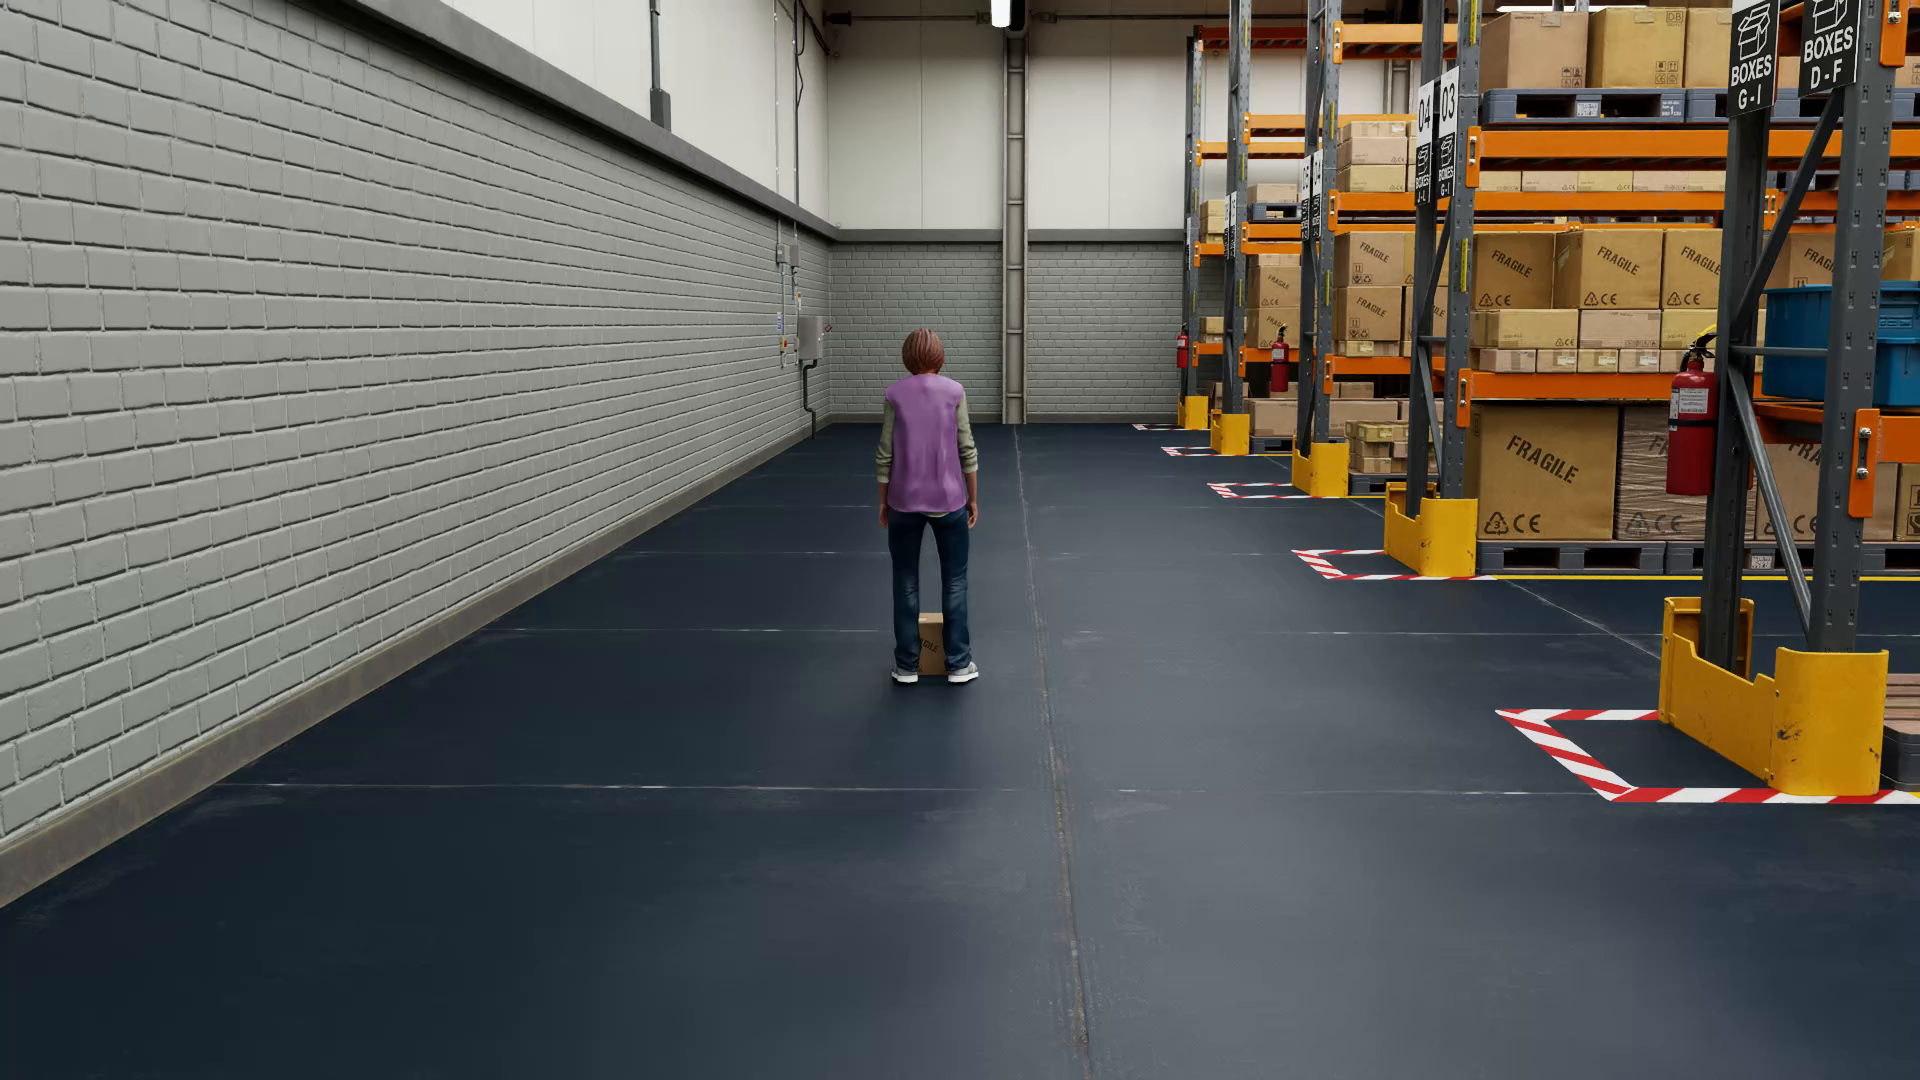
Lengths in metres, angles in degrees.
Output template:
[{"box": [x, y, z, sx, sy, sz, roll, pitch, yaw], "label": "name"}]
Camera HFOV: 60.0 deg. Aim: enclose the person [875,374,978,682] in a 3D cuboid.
[{"box": [-0.147, -0.048, 7.464, 0.460, 1.392, 0.341, 0, 7, 0], "label": "person"}]
